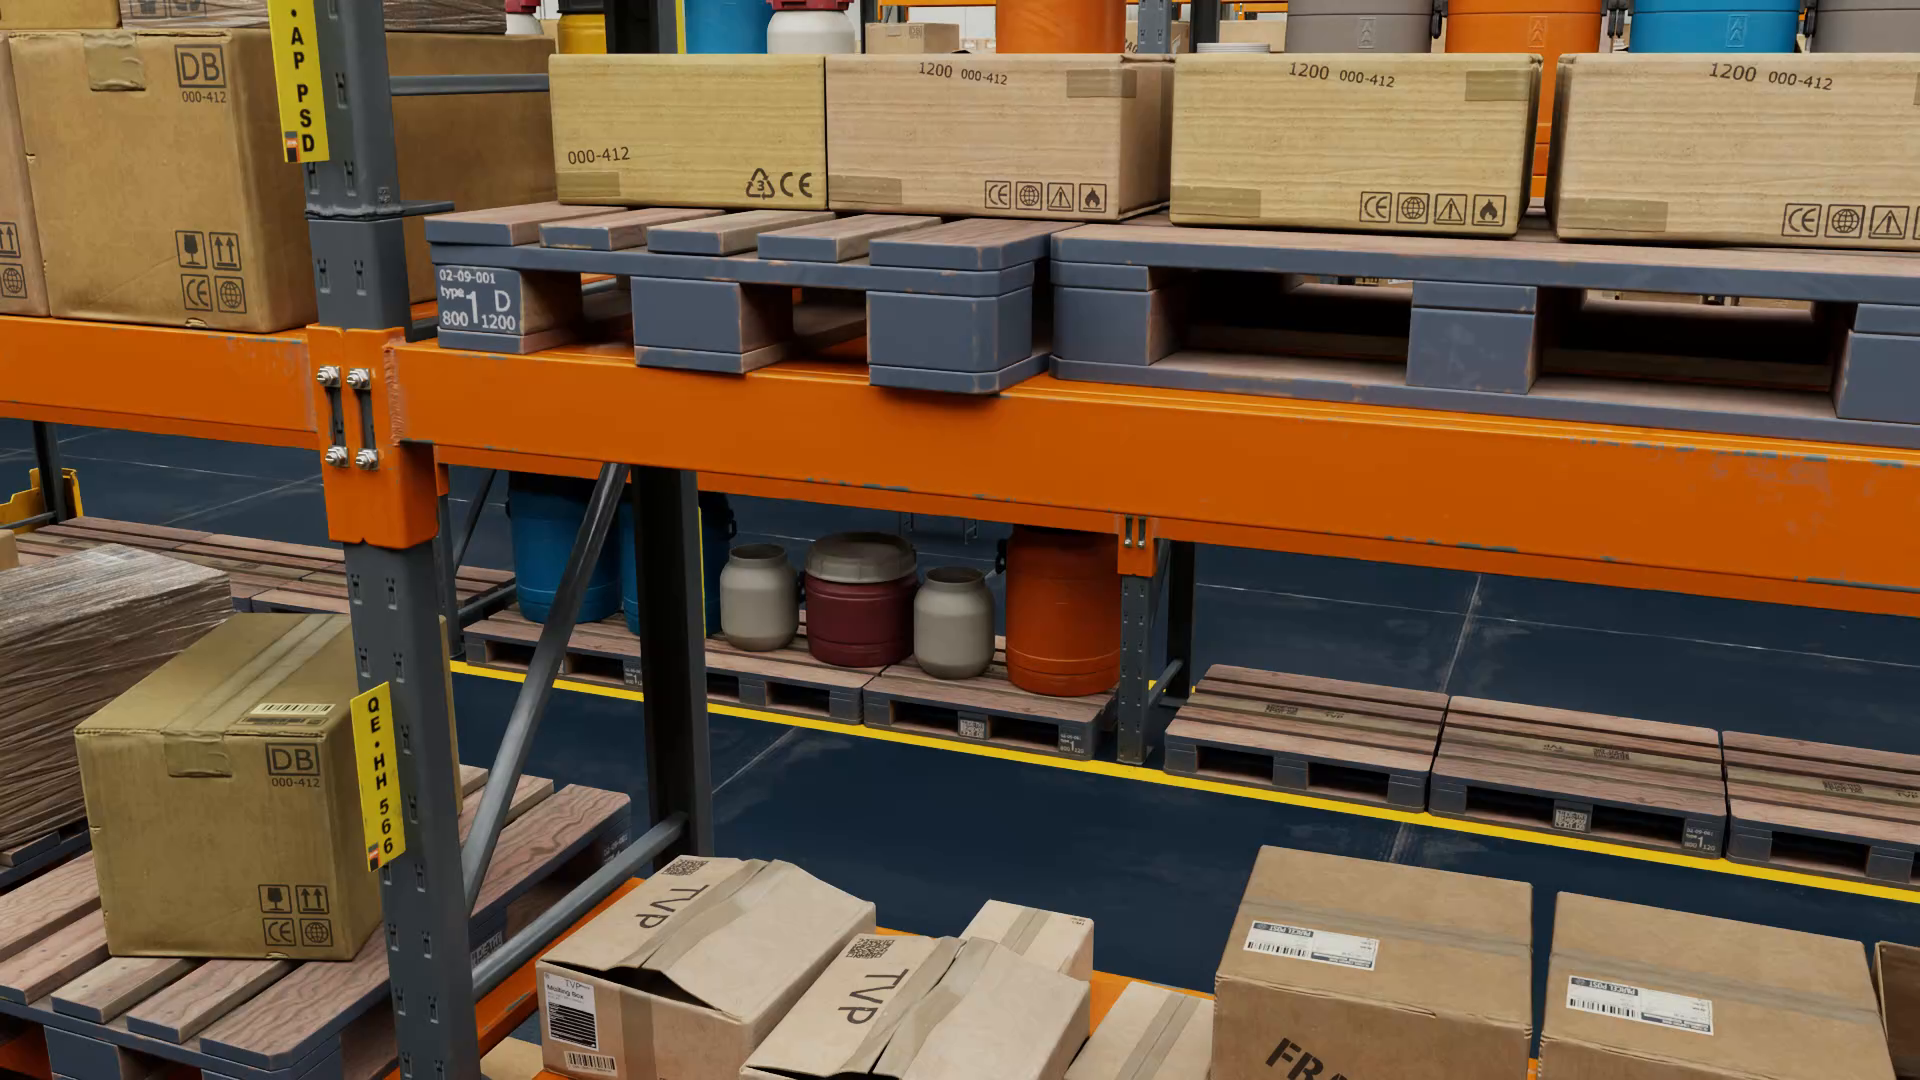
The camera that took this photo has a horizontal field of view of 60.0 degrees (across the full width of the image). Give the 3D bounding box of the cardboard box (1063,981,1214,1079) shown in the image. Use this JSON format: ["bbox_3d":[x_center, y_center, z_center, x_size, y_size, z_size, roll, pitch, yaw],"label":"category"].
[{"bbox_3d":[0.378,1.029,3.199,0.250,0.149,0.380,8,18,25],"label":"cardboard box"}]

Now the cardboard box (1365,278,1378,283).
[{"bbox_3d":[5.833,-3.620,21.820,0.875,0.875,0.875,6,17,20],"label":"cardboard box"}]

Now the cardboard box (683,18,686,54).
[{"bbox_3d":[-2.161,-4.044,13.732,0.500,0.500,0.700,7,18,23],"label":"cardboard box"}]

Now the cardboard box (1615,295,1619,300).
[{"bbox_3d":[6.071,-1.999,16.462,0.750,0.750,1.050,7,17,21],"label":"cardboard box"}]

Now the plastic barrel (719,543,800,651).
[{"bbox_3d":[-1.079,0.306,8.949,0.421,0.512,0.421,0,16,0],"label":"plastic barrel"}]

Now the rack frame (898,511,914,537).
[{"bbox_3d":[-0.381,-0.618,11.651,0.015,1.200,0.240,6,17,21],"label":"rack frame"}]

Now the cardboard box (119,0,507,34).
[{"bbox_3d":[-1.233,-1.222,3.150,0.500,0.500,0.500,6,17,21],"label":"cardboard box"}]

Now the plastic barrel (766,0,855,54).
[{"bbox_3d":[-0.713,-2.341,7.981,0.433,0.535,0.433,0,16,0],"label":"plastic barrel"}]

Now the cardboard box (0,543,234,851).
[{"bbox_3d":[-2.237,0.365,4.104,0.500,0.500,0.700,10,19,31],"label":"cardboard box"}]

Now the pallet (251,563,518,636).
[{"bbox_3d":[-3.428,0.373,10.009,1.213,0.211,1.003,6,17,21],"label":"pallet"}]

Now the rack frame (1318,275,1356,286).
[{"bbox_3d":[2.809,-1.776,12.411,0.127,3.000,1.000,6,17,21],"label":"rack frame"}]

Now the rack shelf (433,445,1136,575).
[{"bbox_3d":[-0.869,-0.351,8.792,4.000,0.370,1.077,6,17,21],"label":"rack shelf"}]

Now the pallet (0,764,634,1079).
[{"bbox_3d":[-1.486,0.834,3.766,1.003,0.211,1.213,6,17,21],"label":"pallet"}]

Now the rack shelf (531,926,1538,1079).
[{"bbox_3d":[1.031,1.343,2.958,4.000,0.370,1.077,6,17,21],"label":"rack shelf"}]

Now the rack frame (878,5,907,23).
[{"bbox_3d":[-0.997,-8.046,23.247,0.127,3.000,1.000,6,17,21],"label":"rack frame"}]

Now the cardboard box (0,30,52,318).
[{"bbox_3d":[-1.722,-0.784,3.434,0.500,0.500,0.910,6,17,21],"label":"cardboard box"}]

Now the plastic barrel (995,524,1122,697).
[{"bbox_3d":[0.530,0.303,8.388,0.708,0.830,0.600,6,17,21],"label":"plastic barrel"}]

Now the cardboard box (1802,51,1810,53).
[{"bbox_3d":[7.728,-4.292,15.034,0.500,0.250,0.500,6,17,21],"label":"cardboard box"}]

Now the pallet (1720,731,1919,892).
[{"bbox_3d":[3.968,1.187,7.208,1.213,0.211,1.003,6,17,21],"label":"pallet"}]

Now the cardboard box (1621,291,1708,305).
[{"bbox_3d":[4.883,-1.772,11.457,0.637,0.503,0.797,8,18,26],"label":"cardboard box"}]

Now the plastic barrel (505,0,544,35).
[{"bbox_3d":[-2.332,-2.489,8.491,0.433,0.535,0.433,0,16,0],"label":"plastic barrel"}]

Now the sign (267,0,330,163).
[{"bbox_3d":[-1.030,-0.756,2.588,0.005,0.325,0.100,6,17,21],"label":"sign"}]

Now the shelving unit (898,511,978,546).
[{"bbox_3d":[-0.154,-0.593,11.565,0.503,1.200,0.258,6,17,21],"label":"shelving unit"}]

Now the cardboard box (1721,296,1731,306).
[{"bbox_3d":[9.677,-2.930,20.346,0.625,0.372,0.950,7,17,21],"label":"cardboard box"}]

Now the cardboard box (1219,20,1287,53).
[{"bbox_3d":[2.215,-3.512,12.071,0.637,0.503,0.797,7,18,24],"label":"cardboard box"}]

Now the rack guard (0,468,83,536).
[{"bbox_3d":[-6.478,-0.109,11.151,0.348,0.500,1.175,6,17,21],"label":"rack guard"}]

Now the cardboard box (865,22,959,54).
[{"bbox_3d":[-0.369,-3.819,13.135,0.500,0.500,0.700,7,17,22],"label":"cardboard box"}]

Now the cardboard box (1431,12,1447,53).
[{"bbox_3d":[3.152,-3.390,11.514,0.500,0.500,0.500,6,17,21],"label":"cardboard box"}]

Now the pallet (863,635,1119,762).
[{"bbox_3d":[0.243,0.778,8.616,1.213,0.211,1.003,6,17,21],"label":"pallet"}]

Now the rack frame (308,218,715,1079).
[{"bbox_3d":[-0.829,0.793,3.563,0.127,3.000,1.000,6,17,21],"label":"rack frame"}]

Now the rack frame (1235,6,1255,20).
[{"bbox_3d":[4.542,-8.924,26.273,0.127,3.000,1.000,6,17,21],"label":"rack frame"}]

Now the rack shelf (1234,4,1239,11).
[{"bbox_3d":[2.681,-8.782,27.079,4.000,0.370,1.077,6,17,21],"label":"rack shelf"}]

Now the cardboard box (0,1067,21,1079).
[{"bbox_3d":[-2.757,1.642,4.332,0.500,0.500,0.500,6,17,19],"label":"cardboard box"}]

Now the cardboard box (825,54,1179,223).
[{"bbox_3d":[0.108,-0.697,2.829,0.500,0.250,0.500,7,18,22],"label":"cardboard box"}]

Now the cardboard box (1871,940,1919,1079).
[{"bbox_3d":[1.693,1.017,2.610,0.500,0.500,0.500,8,18,25],"label":"cardboard box"}]

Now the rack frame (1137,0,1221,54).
[{"bbox_3d":[0.991,-3.373,7.150,0.127,3.000,1.000,6,17,21],"label":"rack frame"}]

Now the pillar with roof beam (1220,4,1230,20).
[{"bbox_3d":[2.645,-8.113,23.478,0.400,9.000,9.100,6,17,21],"label":"pillar with roof beam"}]

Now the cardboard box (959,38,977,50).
[{"bbox_3d":[0.118,-5.261,17.692,0.250,0.149,0.380,6,17,21],"label":"cardboard box"}]

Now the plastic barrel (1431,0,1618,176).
[{"bbox_3d":[2.284,-1.931,6.795,0.708,0.830,0.600,6,17,21],"label":"plastic barrel"}]
